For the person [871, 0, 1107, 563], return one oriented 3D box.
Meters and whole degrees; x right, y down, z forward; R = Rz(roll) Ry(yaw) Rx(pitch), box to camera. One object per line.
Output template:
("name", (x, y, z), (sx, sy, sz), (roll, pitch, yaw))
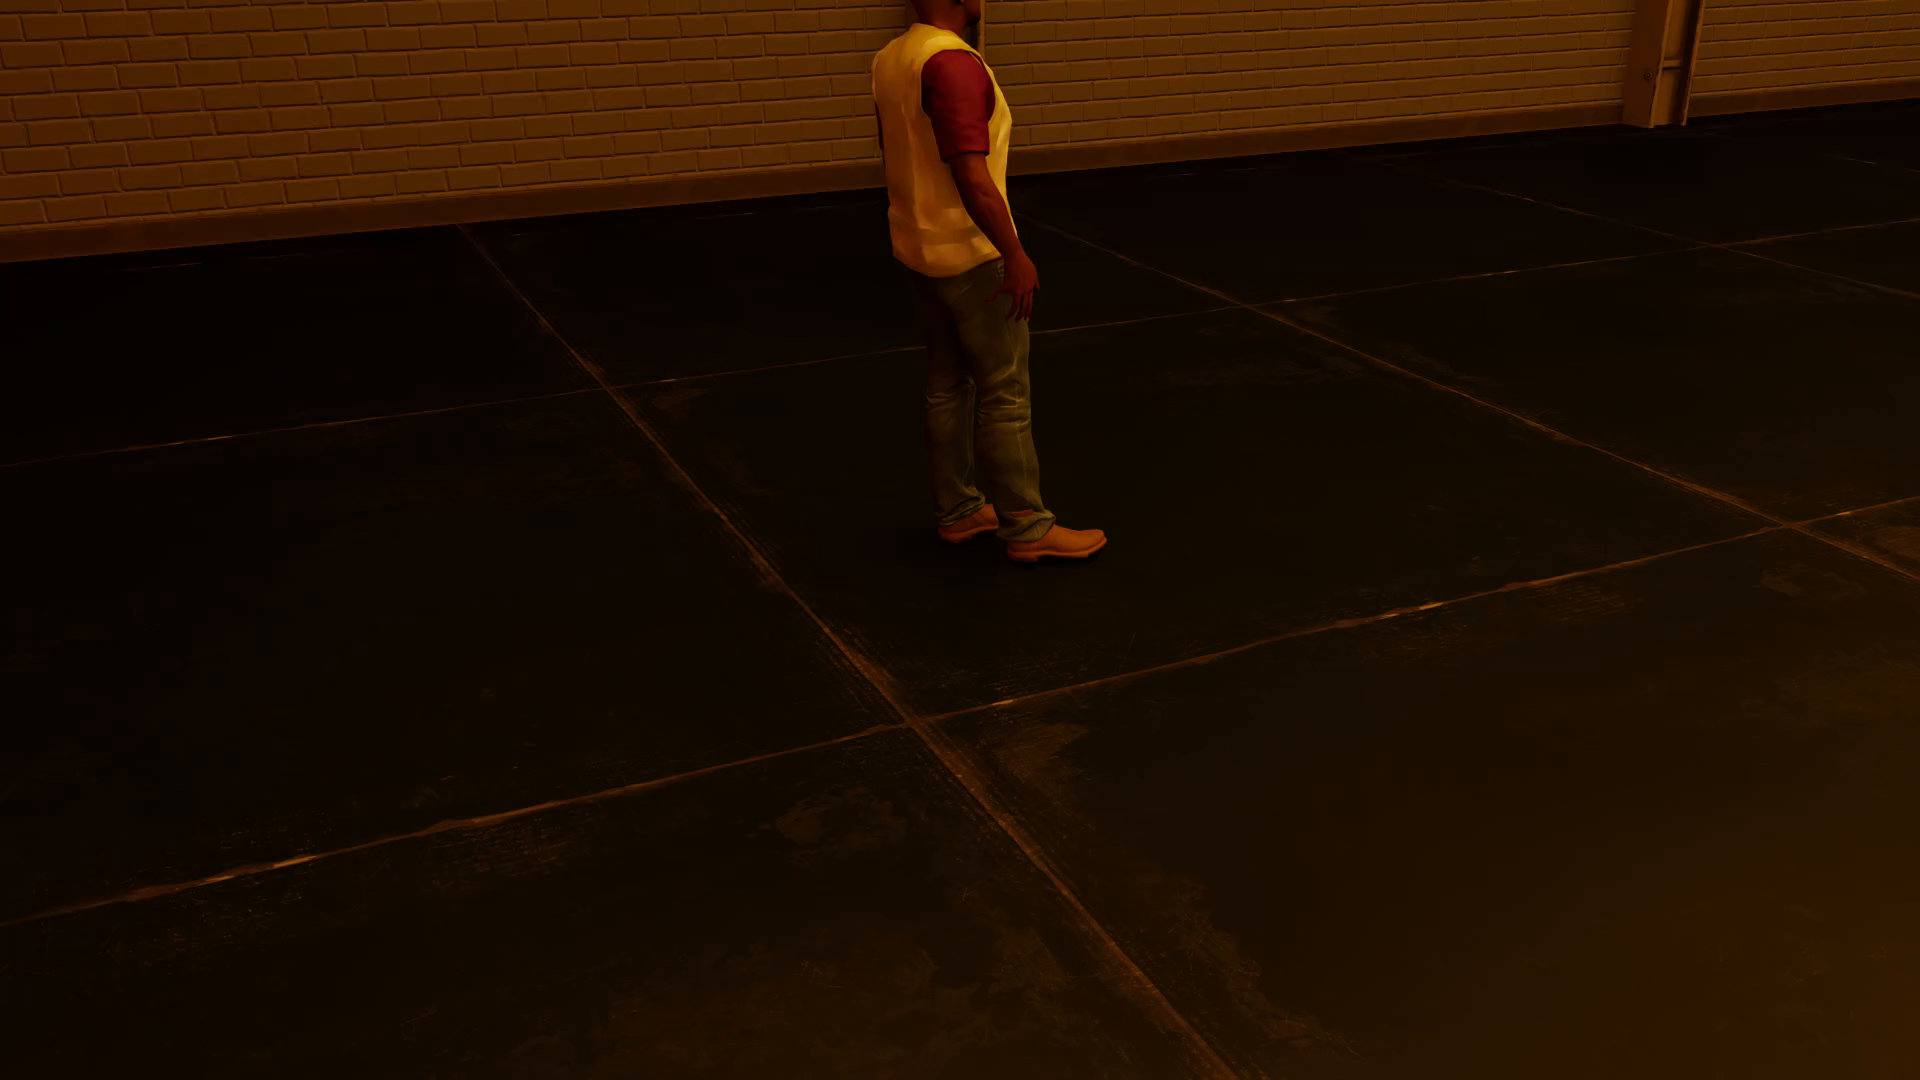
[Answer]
("person", (0.066, -0.832, 4.789), (0.575, 1.768, 0.665), (-10, 25, -23))
